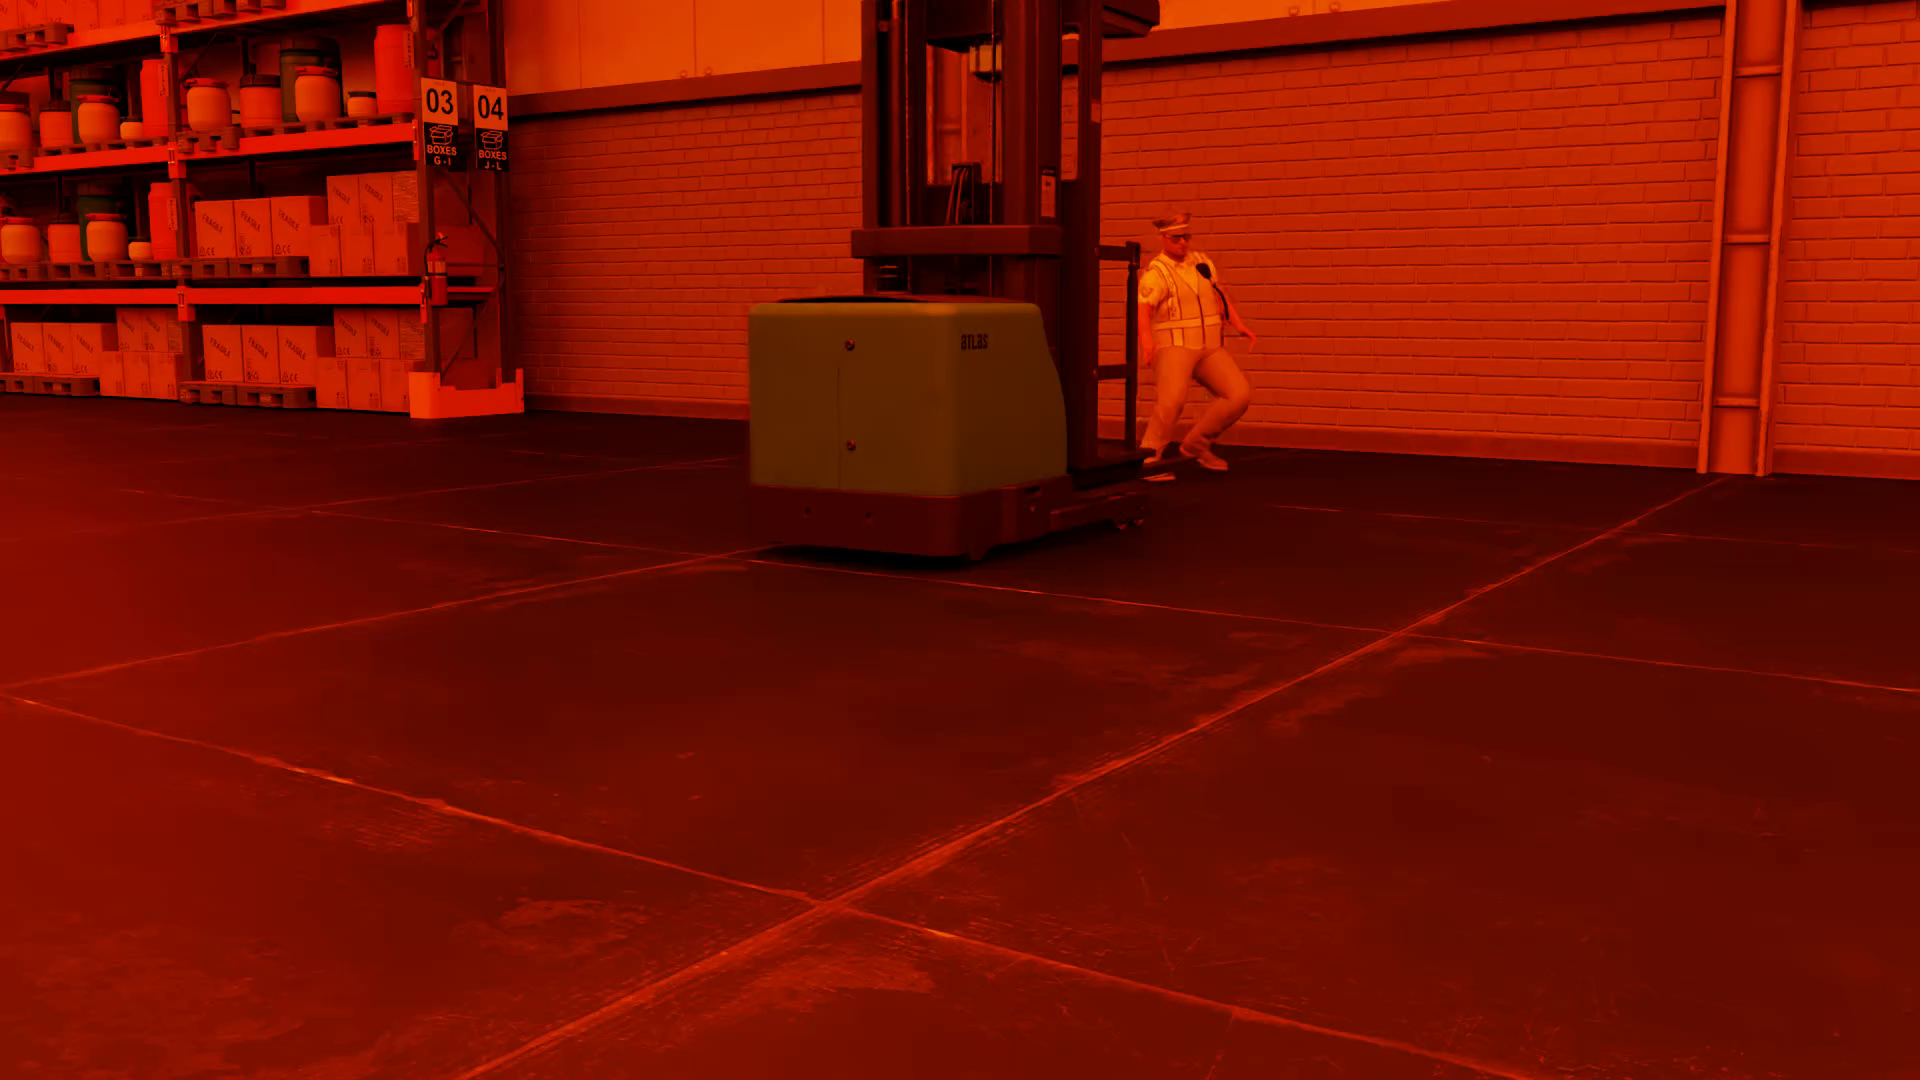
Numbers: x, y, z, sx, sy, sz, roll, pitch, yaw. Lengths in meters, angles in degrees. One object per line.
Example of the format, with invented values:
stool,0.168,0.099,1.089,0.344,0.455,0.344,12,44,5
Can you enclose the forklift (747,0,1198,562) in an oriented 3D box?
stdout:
forklift,0.268,-1.529,7.946,1.130,2.935,3.031,5,9,30

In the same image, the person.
person,1.383,-1.191,10.205,0.865,1.614,0.571,-4,9,-25
